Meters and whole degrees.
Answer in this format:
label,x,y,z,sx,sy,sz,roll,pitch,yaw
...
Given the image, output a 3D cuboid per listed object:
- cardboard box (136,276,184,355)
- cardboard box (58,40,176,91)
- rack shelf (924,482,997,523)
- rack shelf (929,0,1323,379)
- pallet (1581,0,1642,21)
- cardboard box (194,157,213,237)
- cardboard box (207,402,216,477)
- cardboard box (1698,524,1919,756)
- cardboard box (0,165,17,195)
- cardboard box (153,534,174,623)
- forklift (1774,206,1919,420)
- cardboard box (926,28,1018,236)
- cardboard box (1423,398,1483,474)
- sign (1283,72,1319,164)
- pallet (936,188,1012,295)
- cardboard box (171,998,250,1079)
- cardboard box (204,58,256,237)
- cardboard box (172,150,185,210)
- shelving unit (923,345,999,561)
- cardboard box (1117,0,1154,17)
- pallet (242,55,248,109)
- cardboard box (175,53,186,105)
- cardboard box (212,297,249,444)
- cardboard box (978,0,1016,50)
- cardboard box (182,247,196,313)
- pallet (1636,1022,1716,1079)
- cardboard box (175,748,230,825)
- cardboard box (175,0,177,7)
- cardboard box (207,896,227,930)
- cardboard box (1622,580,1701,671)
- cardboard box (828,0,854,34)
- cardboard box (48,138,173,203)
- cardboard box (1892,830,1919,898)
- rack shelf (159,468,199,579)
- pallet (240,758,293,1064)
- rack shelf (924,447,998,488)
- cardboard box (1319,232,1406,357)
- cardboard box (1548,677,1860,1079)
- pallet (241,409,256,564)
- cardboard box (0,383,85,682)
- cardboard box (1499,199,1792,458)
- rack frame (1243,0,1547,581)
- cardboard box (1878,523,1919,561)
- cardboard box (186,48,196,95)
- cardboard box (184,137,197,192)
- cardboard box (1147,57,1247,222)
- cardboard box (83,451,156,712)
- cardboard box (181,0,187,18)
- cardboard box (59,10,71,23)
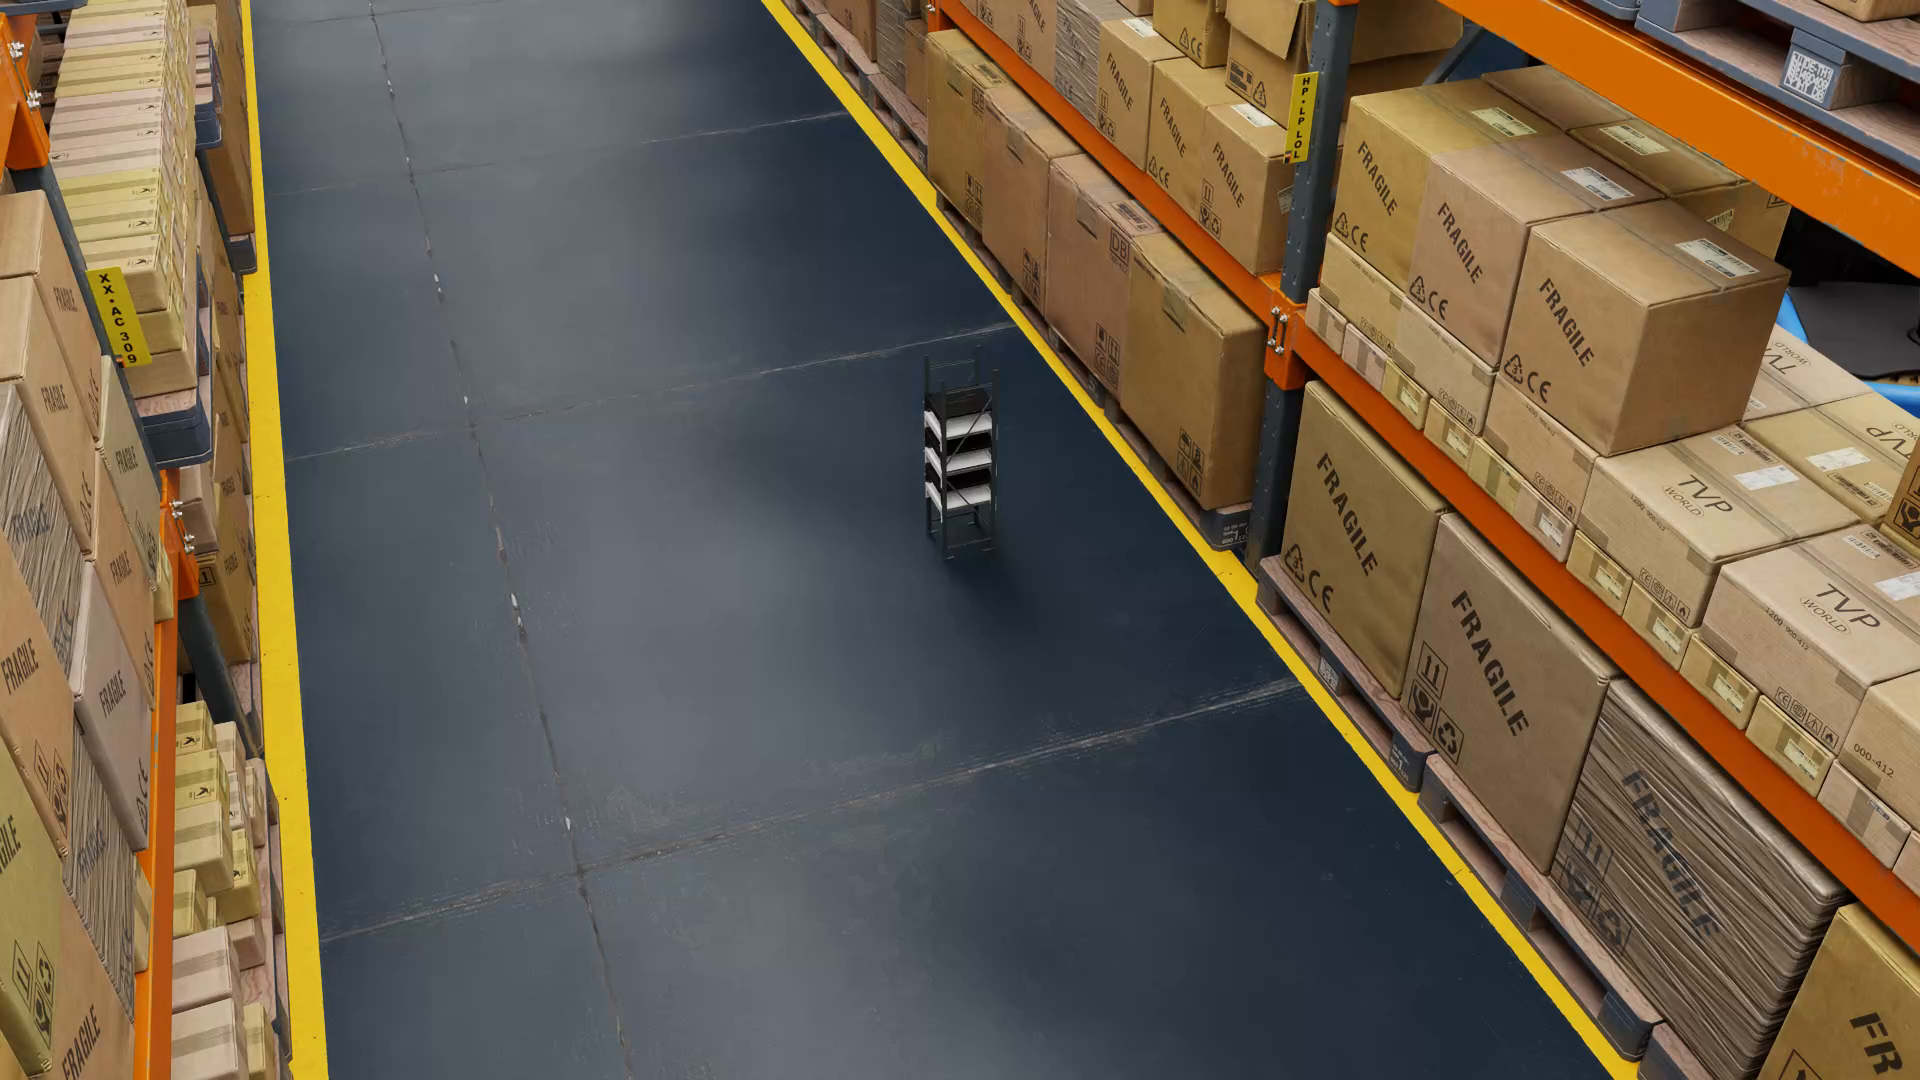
label,x,y,z,sx,sy,sz,roll,pitch,yaw
cardboard box,-2.694,-0.696,5.294,0.380,0.149,0.250,-12,39,-15
cardboard box,-3.325,-1.844,6.570,0.380,0.149,0.250,-11,38,-14
rack shelf,0.003,-0.184,7.102,0.258,0.077,0.200,-12,39,-16
rack shelf,1.013,-2.004,8.016,1.077,0.370,4.000,-12,39,-16
pallet,1.973,-1.860,4.807,1.003,0.211,1.213,-12,39,-16
cardboard box,-3.885,-1.589,7.971,0.500,0.250,0.500,-13,39,-17
cardboard box,-3.182,-0.433,6.438,0.500,0.250,0.500,-11,38,-15
cardboard box,2.313,0.246,4.308,0.500,0.250,0.500,-14,39,-17
cardboard box,-3.856,-1.329,6.381,0.380,0.149,0.250,-14,39,-17
cardboard box,-2.481,0.144,4.775,0.380,0.149,0.250,-13,39,-17
forklift,3.977,-1.727,7.107,1.130,2.935,3.031,7,37,9
cardboard box,0.543,-2.347,9.289,1.225,0.875,0.875,-14,39,-18
cardboard box,1.765,-0.380,5.471,0.380,0.149,0.250,-13,39,-17
sign,1.195,-1.475,5.819,0.100,0.325,0.005,-12,39,-16
pallet,0.525,-1.847,9.526,1.003,0.211,1.213,-12,39,-16
cardboard box,-2.106,1.410,4.411,0.380,0.149,0.250,-14,39,-18
cardboard box,-4.492,-2.084,9.044,1.050,0.750,0.750,-13,39,-17
cardboard box,-3.059,-1.287,6.077,0.380,0.149,0.250,-11,38,-14
shelving unit,0.003,-0.355,6.973,0.258,0.900,0.210,-12,39,-16
cardboard box,1.020,-2.700,7.424,0.797,0.503,0.637,-11,38,-14
pallet,-5.407,-3.177,11.293,1.003,0.211,1.213,-12,39,-16
cardboard box,-3.414,-1.872,6.855,0.380,0.149,0.250,-13,39,-16
cardboard box,-3.523,-0.714,7.433,0.500,0.500,0.500,-14,39,-18
cardboard box,0.416,-2.840,8.444,0.500,0.500,0.500,-13,39,-17
cardboard box,-2.877,-0.875,5.778,0.380,0.149,0.250,-12,39,-16
pallet,2.729,1.776,4.717,1.003,0.211,1.213,-12,39,-16
cardboard box,-2.498,0.824,5.188,0.380,0.149,0.250,-12,39,-15
cardboard box,-3.684,-2.433,7.352,0.380,0.149,0.250,-13,39,-17
cardboard box,-2.376,1.232,4.894,0.380,0.149,0.250,-12,39,-16
cardboard box,2.120,0.201,4.698,0.380,0.149,0.250,-12,39,-15
cardboard box,-0.521,-3.918,11.670,0.700,0.500,0.500,-16,40,-20
cardboard box,-2.965,-1.258,5.792,0.380,0.149,0.250,-13,39,-17
cardboard box,2.469,0.776,3.936,0.380,0.149,0.250,-12,39,-16
rack shelf,-3.679,-1.035,6.728,1.077,0.370,4.000,-12,39,-16
pallet,-2.726,1.294,5.357,1.003,0.211,1.213,-12,39,-16
rack shelf,0.003,-0.328,6.993,0.258,0.077,0.200,-12,39,-16
cardboard box,1.617,-0.901,5.831,0.500,0.250,0.500,-13,39,-17
cardboard box,2.469,0.920,4.953,0.875,0.875,0.875,-12,39,-16
pallet,-3.683,-0.208,7.351,1.003,0.211,1.213,-12,39,-16
cardboard box,-2.229,0.042,3.539,0.500,0.500,0.500,-11,38,-15
cardboard box,1.972,-0.624,4.840,0.500,0.500,0.500,-14,39,-17
rack frame,1.701,-1.162,6.300,1.000,3.000,0.127,-12,39,-16
cardboard box,2.812,0.135,4.455,0.500,0.250,0.500,-14,39,-17
cardboard box,-3.593,-2.050,7.338,0.380,0.149,0.250,-12,39,-15
cardboard box,-3.232,-1.457,6.551,0.380,0.149,0.250,-14,39,-18
cardboard box,1.120,-1.691,6.918,0.500,0.500,0.500,-11,38,-15
cardboard box,-2.381,0.157,4.218,0.500,0.500,0.500,-13,39,-17
cardboard box,-3.769,-2.453,7.626,0.380,0.149,0.250,-12,39,-15
cardboard box,-4.268,-2.801,8.393,0.500,0.500,0.500,-12,39,-15
